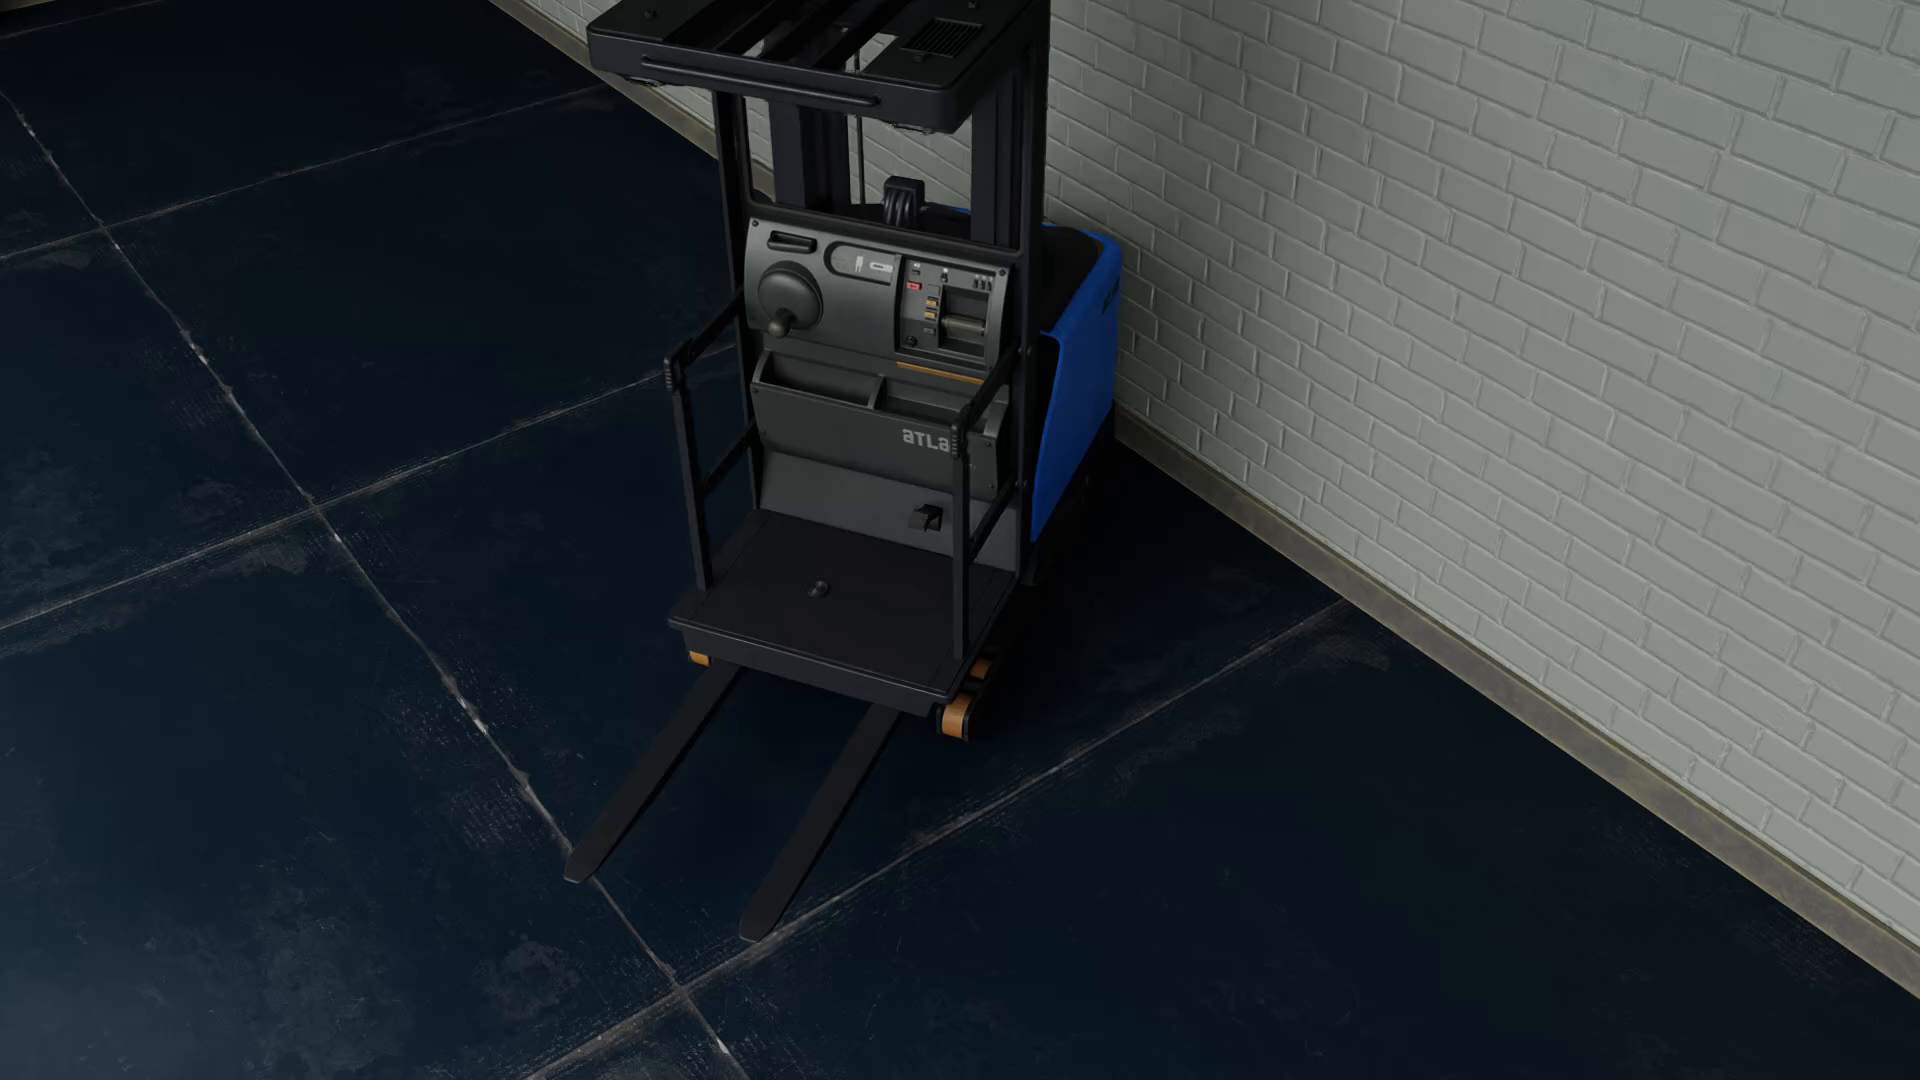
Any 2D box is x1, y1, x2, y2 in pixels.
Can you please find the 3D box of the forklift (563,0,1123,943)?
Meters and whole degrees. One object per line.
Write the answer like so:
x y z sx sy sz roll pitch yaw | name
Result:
-0.360 -0.734 5.334 1.130 2.935 3.031 14 41 16 | forklift
